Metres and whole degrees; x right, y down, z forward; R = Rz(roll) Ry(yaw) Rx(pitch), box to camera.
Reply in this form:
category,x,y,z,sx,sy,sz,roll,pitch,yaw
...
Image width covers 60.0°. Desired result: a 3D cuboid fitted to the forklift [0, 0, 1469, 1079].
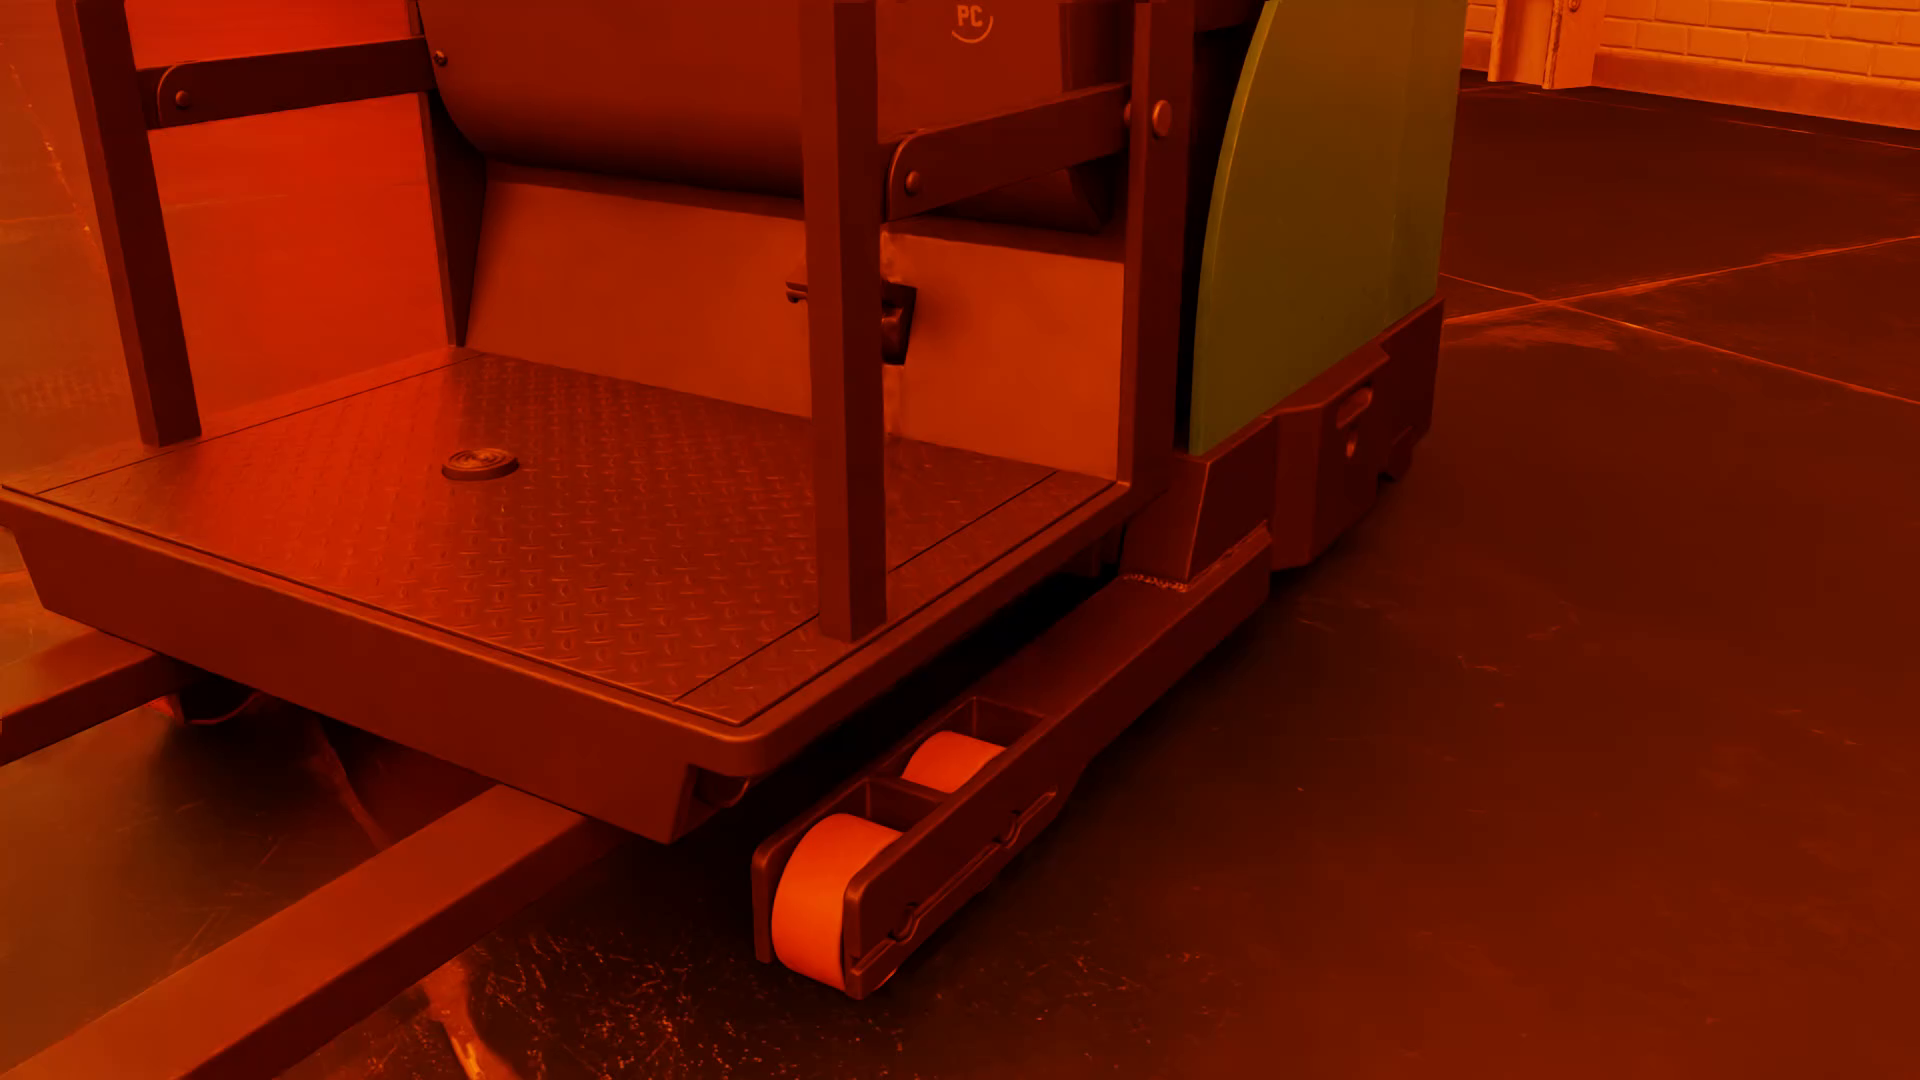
category,x,y,z,sx,sy,sz,roll,pitch,yaw
forklift,-0.376,-1.127,1.520,1.130,2.935,3.031,13,26,29
